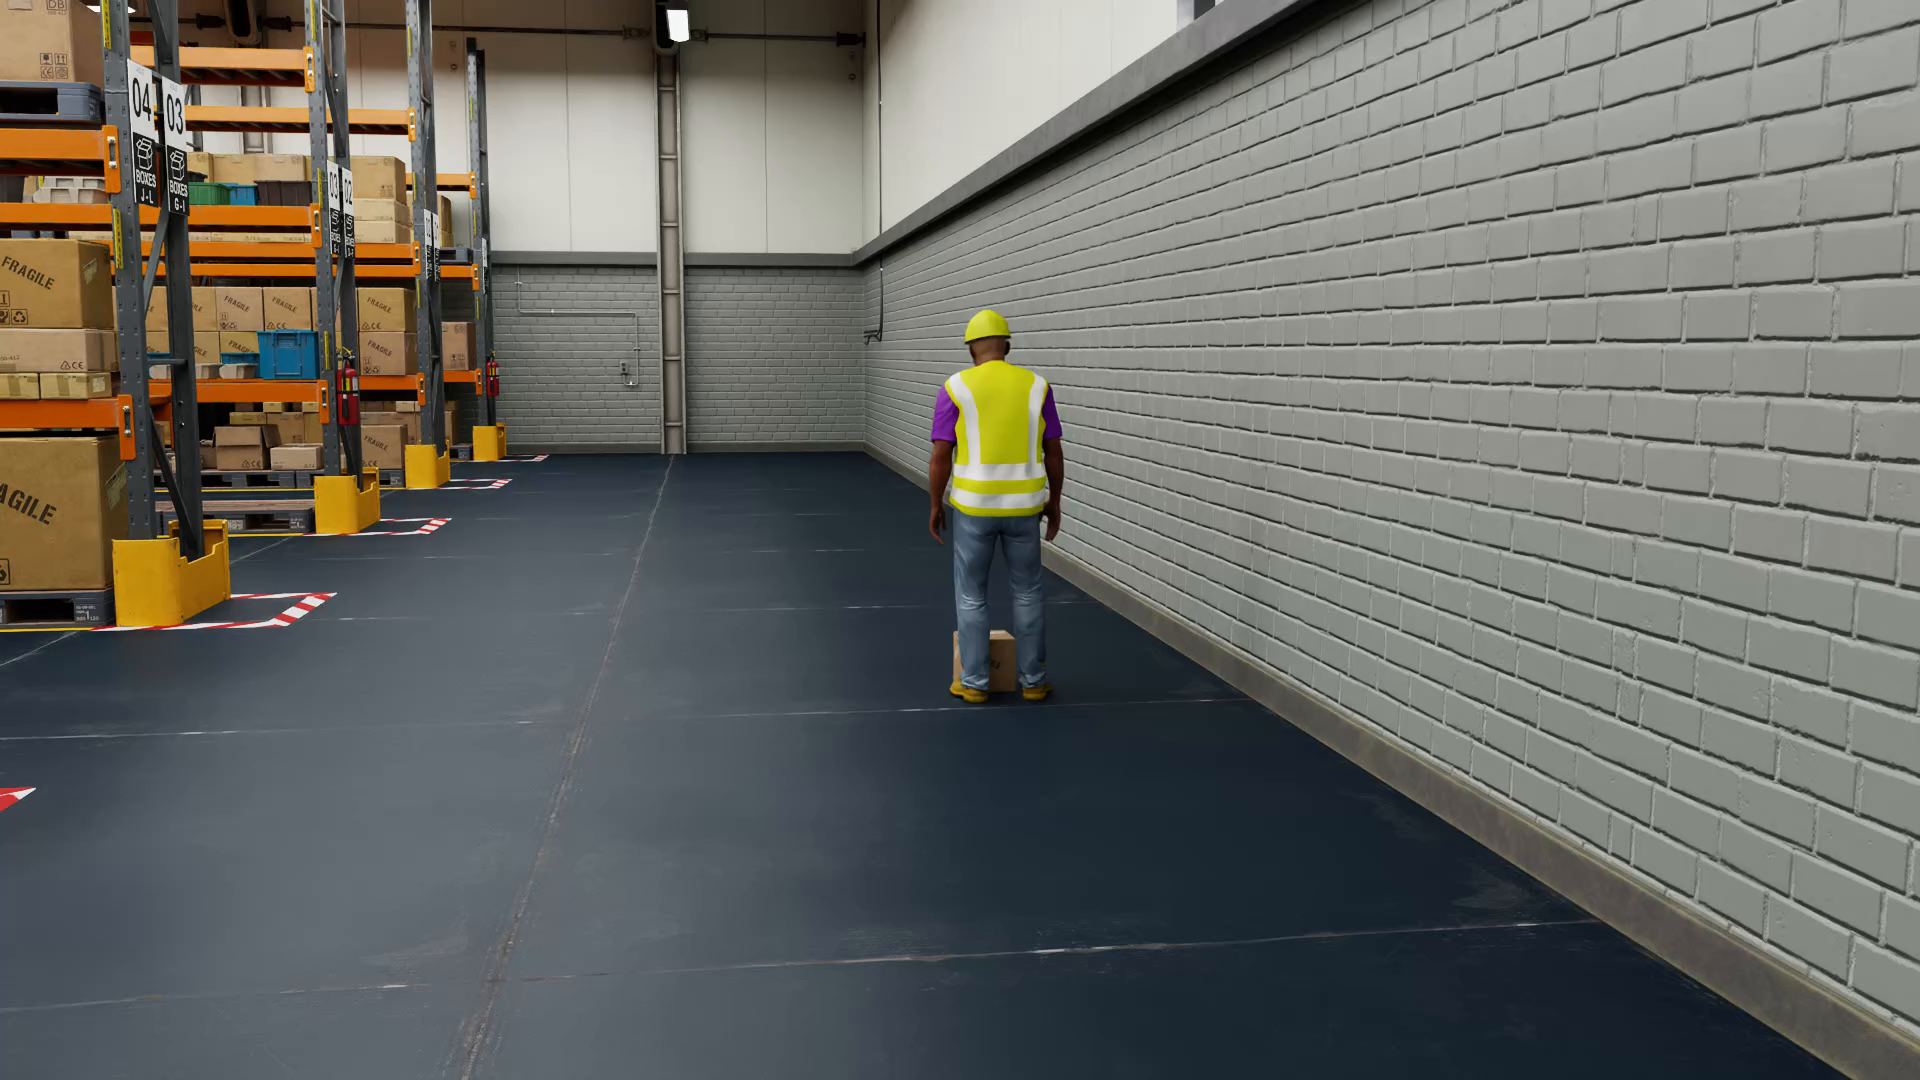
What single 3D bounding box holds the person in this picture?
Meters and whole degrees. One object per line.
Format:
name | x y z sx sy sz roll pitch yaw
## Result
person | 0.159 -0.154 7.505 0.621 1.759 0.461 -1 7 -11
